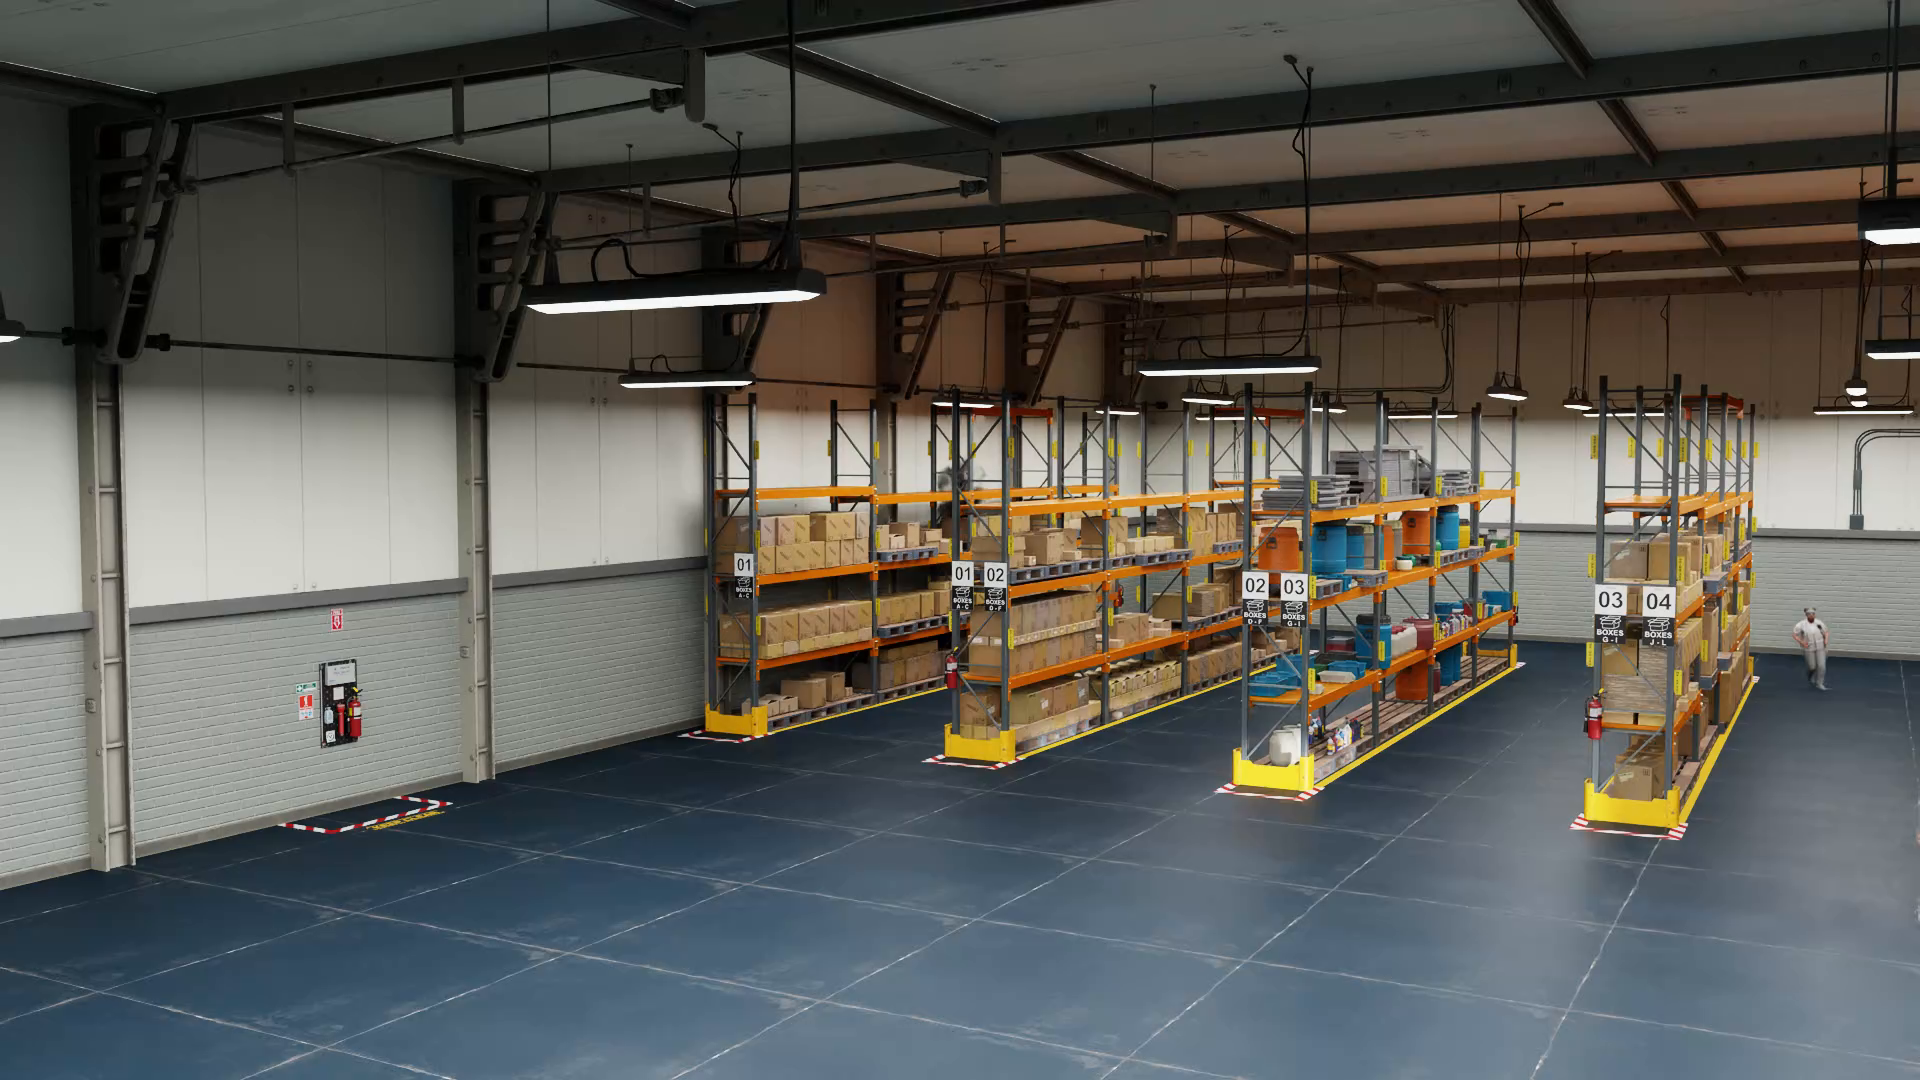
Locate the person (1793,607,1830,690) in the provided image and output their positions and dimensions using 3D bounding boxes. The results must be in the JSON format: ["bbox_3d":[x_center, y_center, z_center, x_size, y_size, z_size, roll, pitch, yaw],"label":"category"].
[{"bbox_3d":[17.914,2.258,34.978,0.694,1.726,0.657,1,3,11],"label":"person"}]
